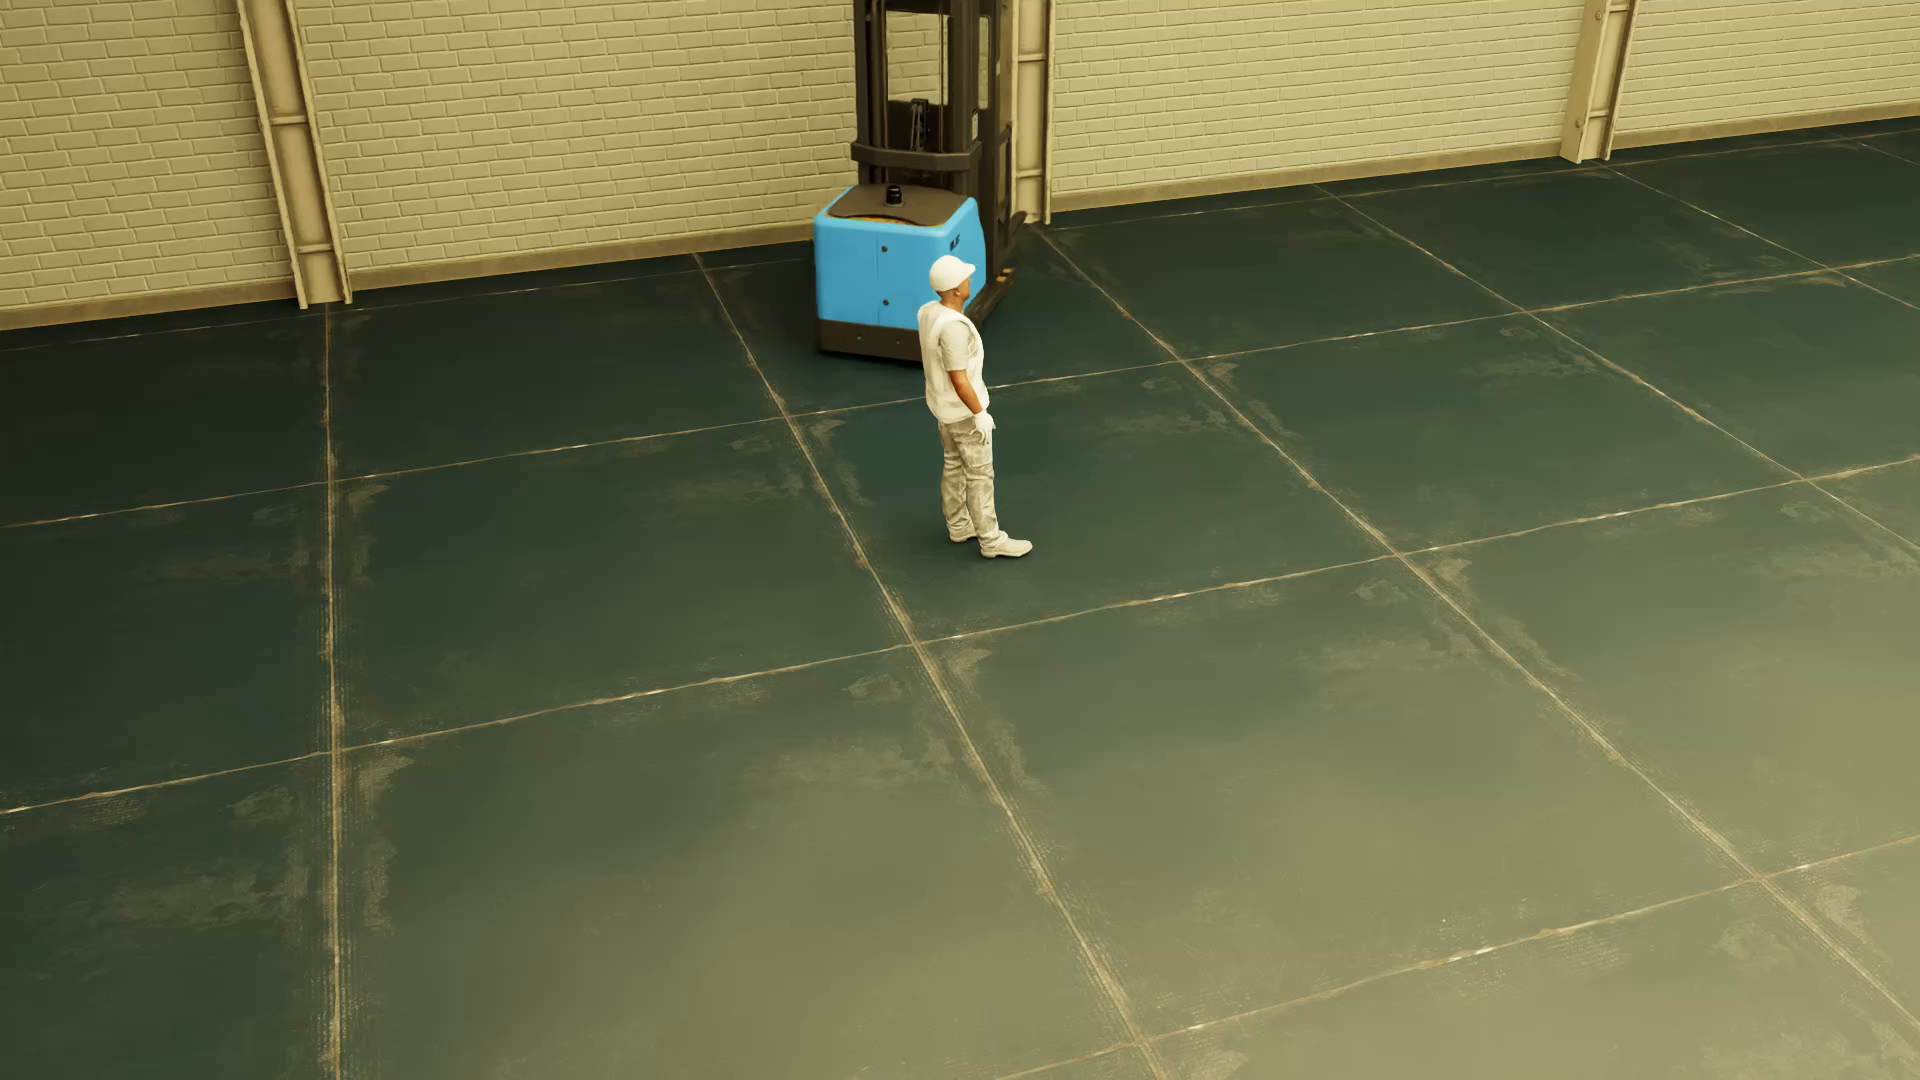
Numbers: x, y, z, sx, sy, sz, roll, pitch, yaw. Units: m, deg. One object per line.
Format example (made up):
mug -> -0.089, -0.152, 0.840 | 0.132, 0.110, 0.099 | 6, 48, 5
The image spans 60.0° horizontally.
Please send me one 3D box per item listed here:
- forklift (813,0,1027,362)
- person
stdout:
forklift -> -0.166, -3.280, 12.788 | 1.130, 2.935, 3.031 | 8, 31, 14
person -> 0.071, -0.786, 9.590 | 0.577, 1.782, 0.656 | -10, 31, -16
